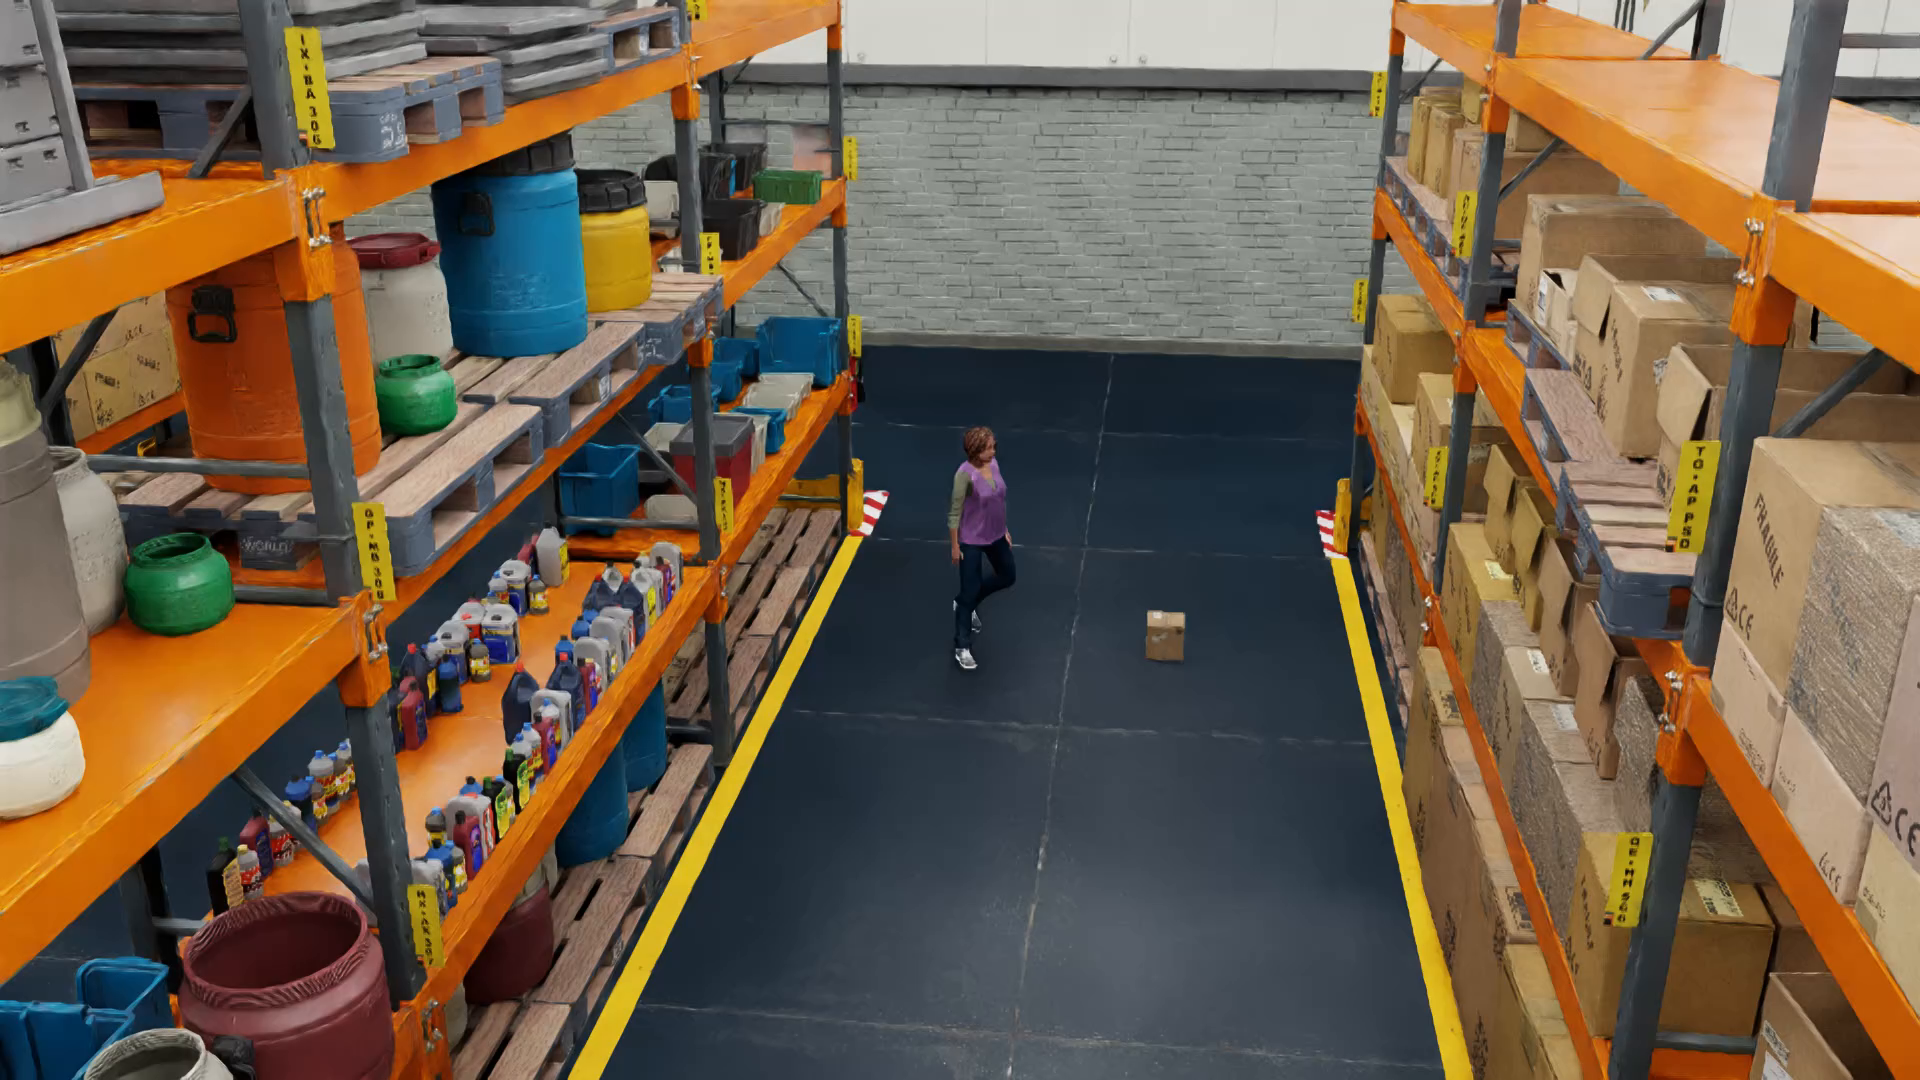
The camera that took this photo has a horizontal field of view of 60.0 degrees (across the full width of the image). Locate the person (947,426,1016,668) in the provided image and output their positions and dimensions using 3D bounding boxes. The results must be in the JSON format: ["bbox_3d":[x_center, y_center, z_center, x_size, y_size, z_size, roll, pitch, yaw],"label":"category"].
[{"bbox_3d":[0.074,0.005,11.054,0.498,1.581,0.560,18,28,38],"label":"person"}]
